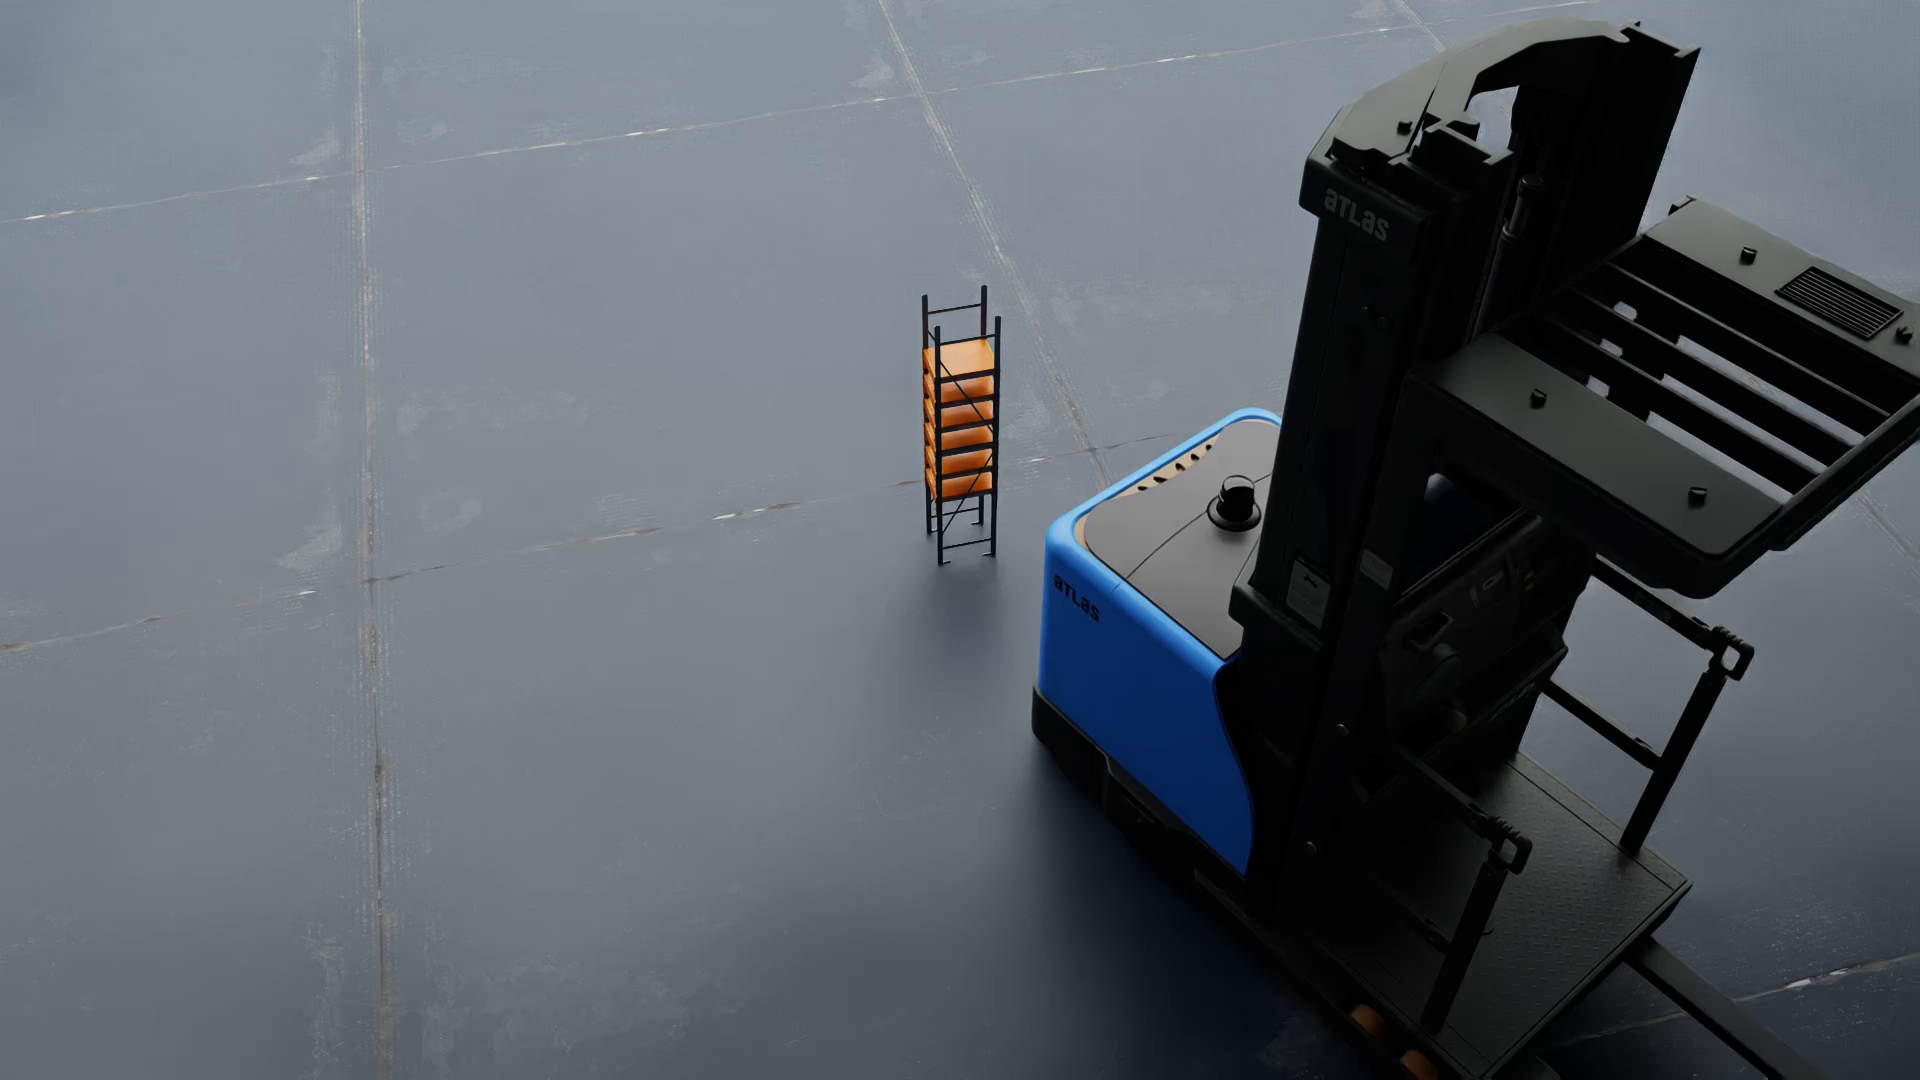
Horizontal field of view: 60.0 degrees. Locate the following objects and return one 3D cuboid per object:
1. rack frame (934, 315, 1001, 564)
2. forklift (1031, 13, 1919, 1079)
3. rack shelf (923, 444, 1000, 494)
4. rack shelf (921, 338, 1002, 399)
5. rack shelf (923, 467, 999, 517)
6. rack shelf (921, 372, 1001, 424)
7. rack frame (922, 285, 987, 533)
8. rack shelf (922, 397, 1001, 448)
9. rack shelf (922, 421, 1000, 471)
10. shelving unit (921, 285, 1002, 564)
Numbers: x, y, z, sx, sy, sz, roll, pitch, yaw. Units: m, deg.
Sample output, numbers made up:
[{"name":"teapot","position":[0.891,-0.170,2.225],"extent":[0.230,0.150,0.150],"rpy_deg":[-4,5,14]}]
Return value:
[{"name":"rack frame","position":[0.027,-0.347,6.250],"extent":[0.240,1.200,0.006],"rpy_deg":[-11,47,-10]},{"name":"forklift","position":[1.584,0.275,4.428],"extent":[1.130,2.935,3.031],"rpy_deg":[-31,53,-27]},{"name":"rack shelf","position":[0.004,-0.295,6.429],"extent":[0.258,0.103,0.180],"rpy_deg":[-11,47,-10]},{"name":"rack shelf","position":[0.004,-0.631,6.086],"extent":[0.258,0.103,0.180],"rpy_deg":[-11,47,-10]},{"name":"rack shelf","position":[0.004,-0.211,6.515],"extent":[0.258,0.103,0.180],"rpy_deg":[-11,47,-10]},{"name":"rack shelf","position":[0.004,-0.547,6.172],"extent":[0.258,0.103,0.180],"rpy_deg":[-11,47,-10]},{"name":"rack frame","position":[-0.020,-0.473,6.374],"extent":[0.240,1.200,0.006],"rpy_deg":[-11,47,-10]},{"name":"rack shelf","position":[0.004,-0.463,6.258],"extent":[0.258,0.103,0.180],"rpy_deg":[-11,47,-10]},{"name":"rack shelf","position":[0.004,-0.379,6.343],"extent":[0.258,0.103,0.180],"rpy_deg":[-11,47,-10]},{"name":"shelving unit","position":[0.004,-0.410,6.312],"extent":[0.258,1.200,0.189],"rpy_deg":[-11,47,-10]}]
